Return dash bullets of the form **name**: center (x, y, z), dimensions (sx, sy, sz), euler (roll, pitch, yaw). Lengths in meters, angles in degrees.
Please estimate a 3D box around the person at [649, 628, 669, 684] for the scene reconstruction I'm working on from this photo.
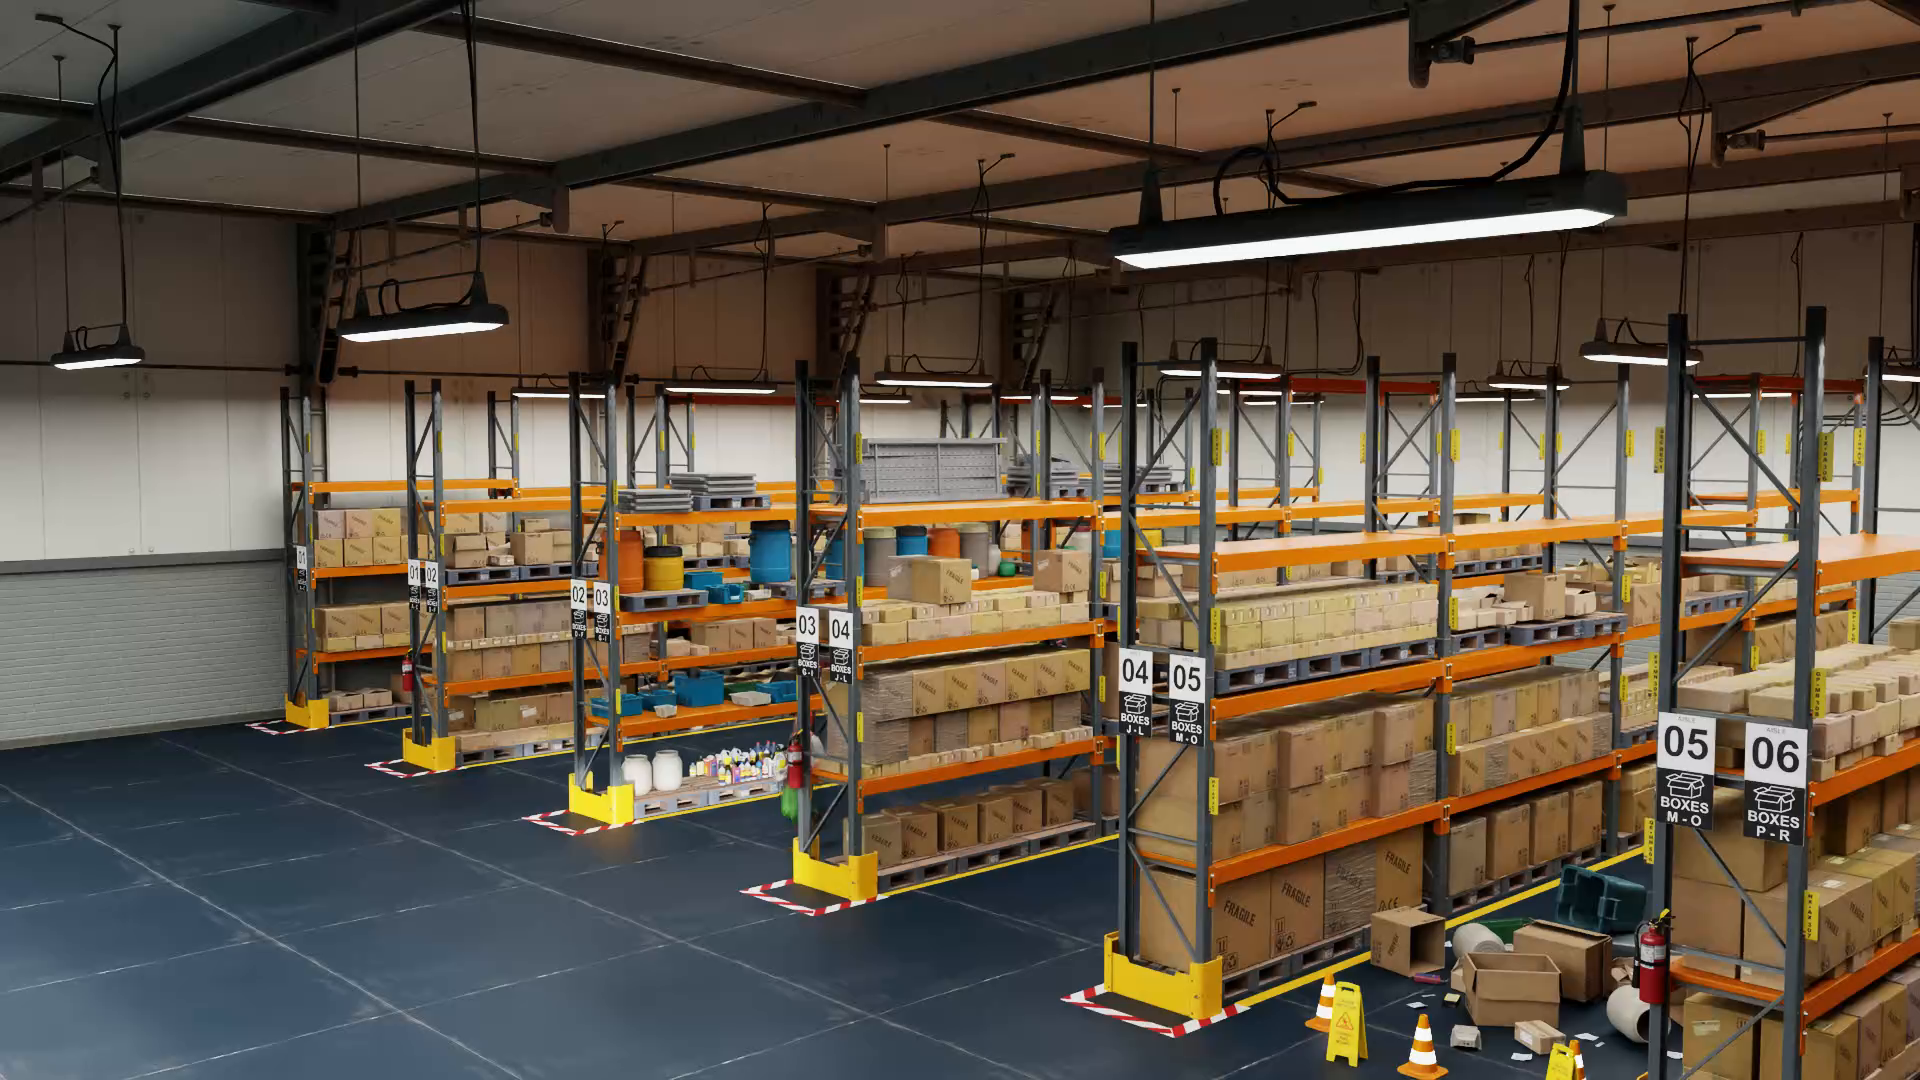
- **person**: center (-5.653, 2.409, 31.221), dimensions (0.641, 1.531, 0.509), euler (-3, 5, -43)

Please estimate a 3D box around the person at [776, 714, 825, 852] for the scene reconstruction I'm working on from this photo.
- **person**: center (-1.936, 2.985, 20.692), dimensions (0.661, 1.745, 0.596), euler (4, 5, 45)
